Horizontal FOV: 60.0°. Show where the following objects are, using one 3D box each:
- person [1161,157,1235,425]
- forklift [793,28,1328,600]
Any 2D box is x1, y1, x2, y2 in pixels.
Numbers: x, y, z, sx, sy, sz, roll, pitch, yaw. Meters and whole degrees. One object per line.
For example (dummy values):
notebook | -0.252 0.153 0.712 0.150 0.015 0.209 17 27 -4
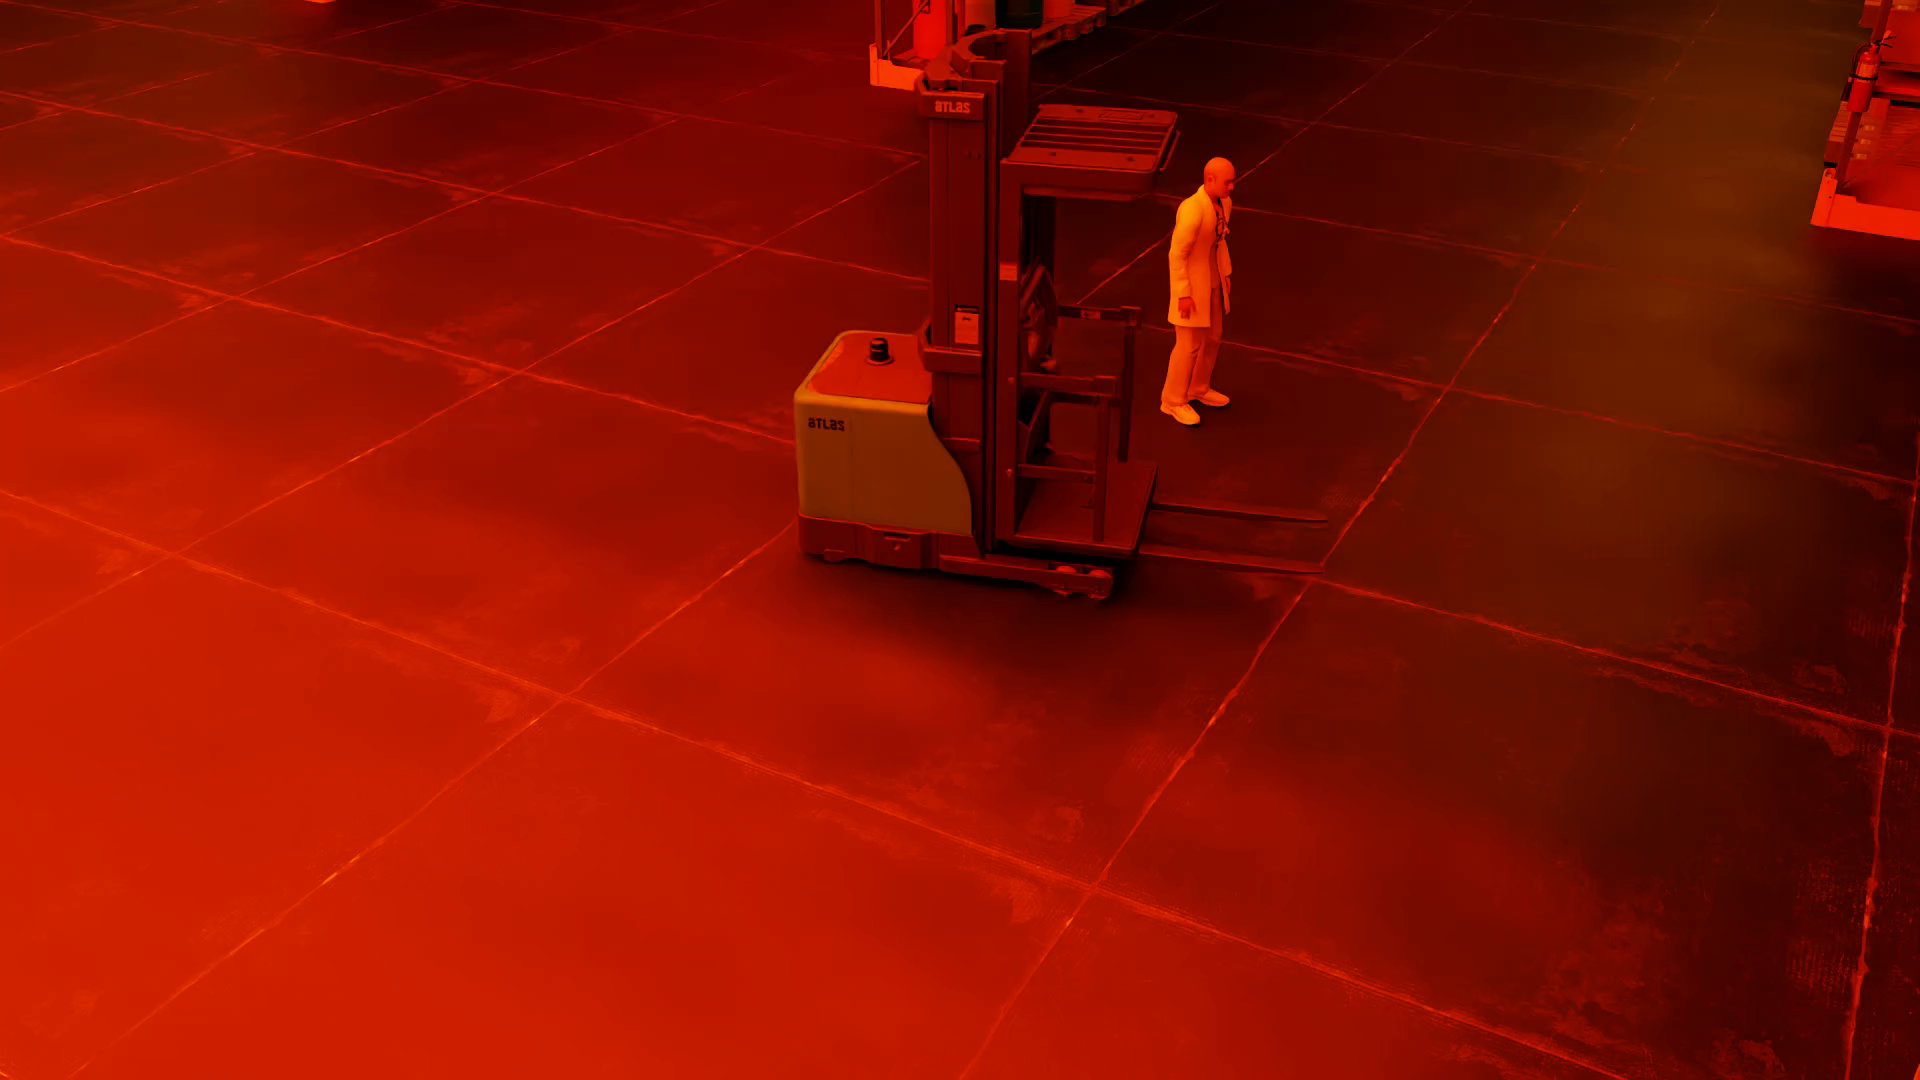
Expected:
person | 1.624 -1.702 11.178 0.422 1.774 0.653 22 36 33
forklift | 0.621 -1.225 9.194 3.031 2.935 1.130 7 31 11
